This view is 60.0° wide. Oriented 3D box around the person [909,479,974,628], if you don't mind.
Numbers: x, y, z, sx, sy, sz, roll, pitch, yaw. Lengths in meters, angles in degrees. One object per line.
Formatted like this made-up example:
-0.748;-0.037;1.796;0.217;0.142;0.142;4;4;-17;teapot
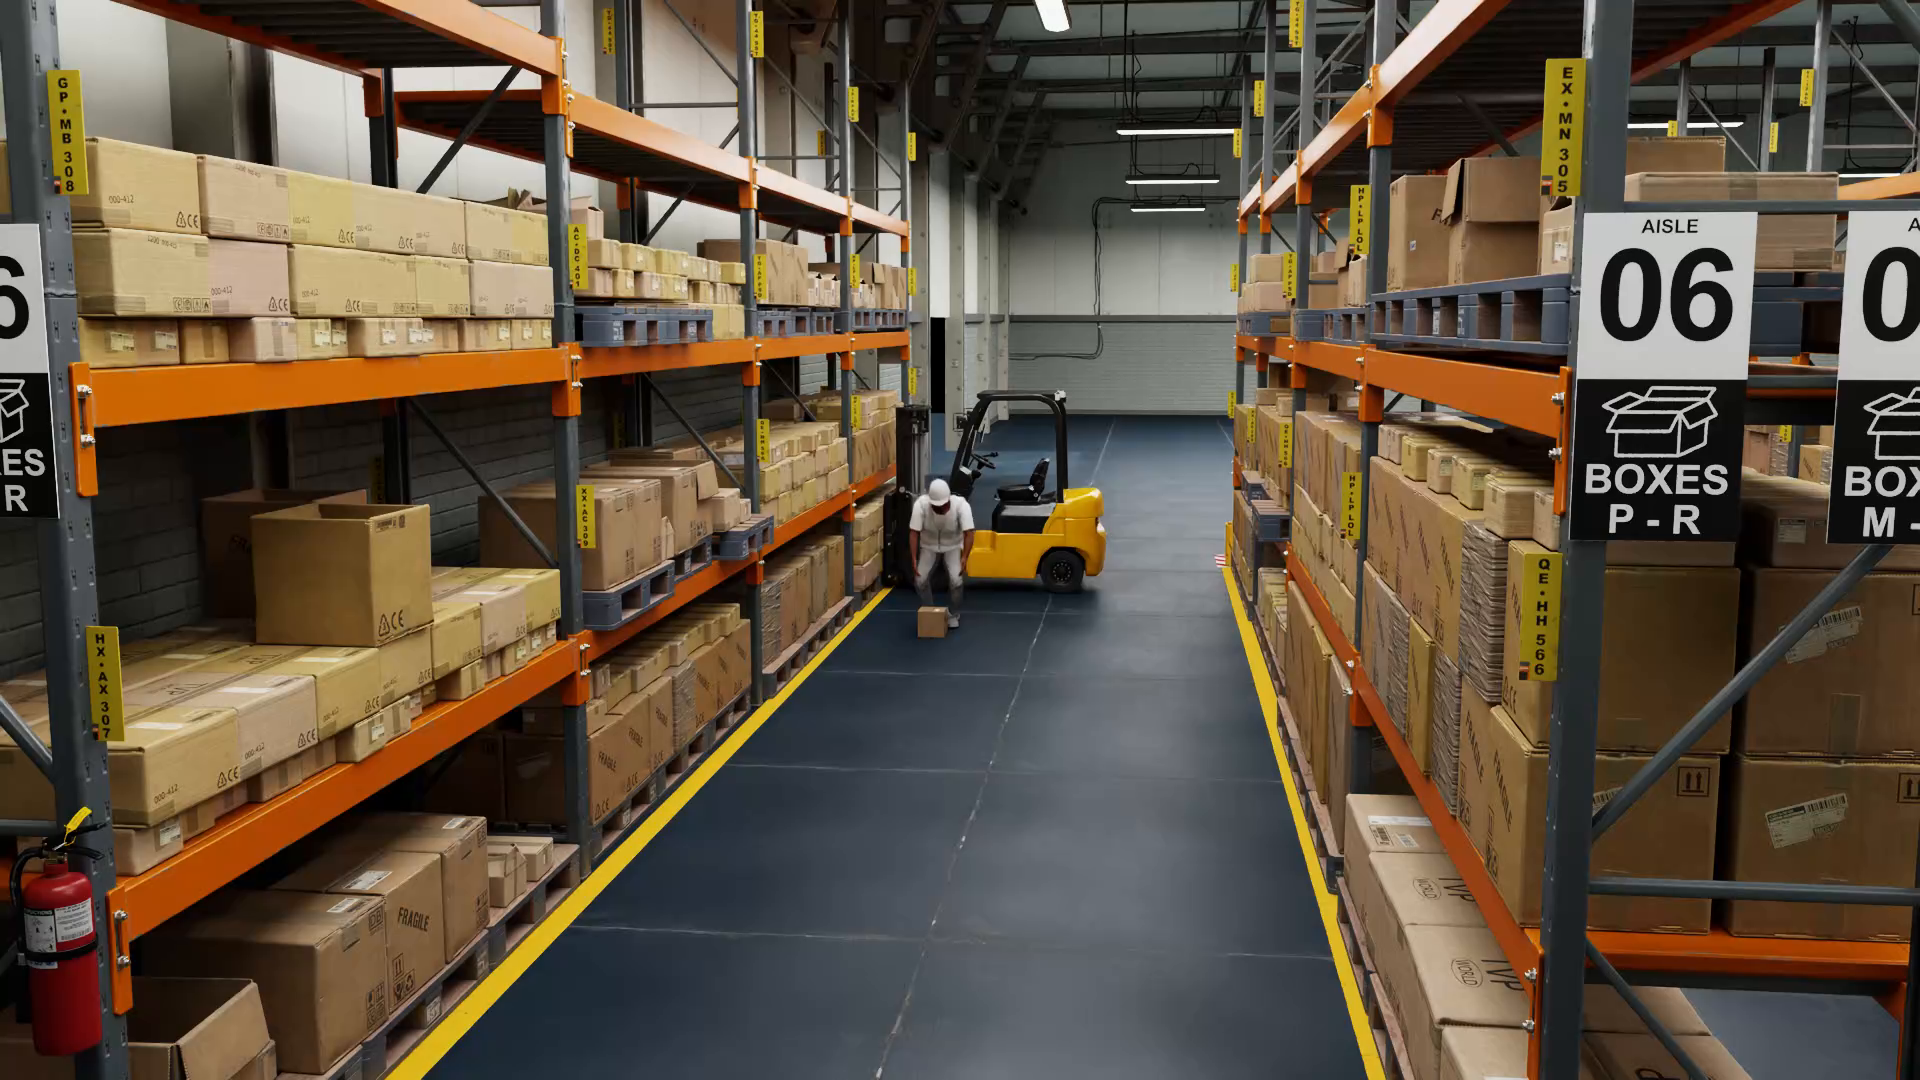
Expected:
-0.166;0.121;15.970;0.630;1.457;0.728;1;8;8;person
